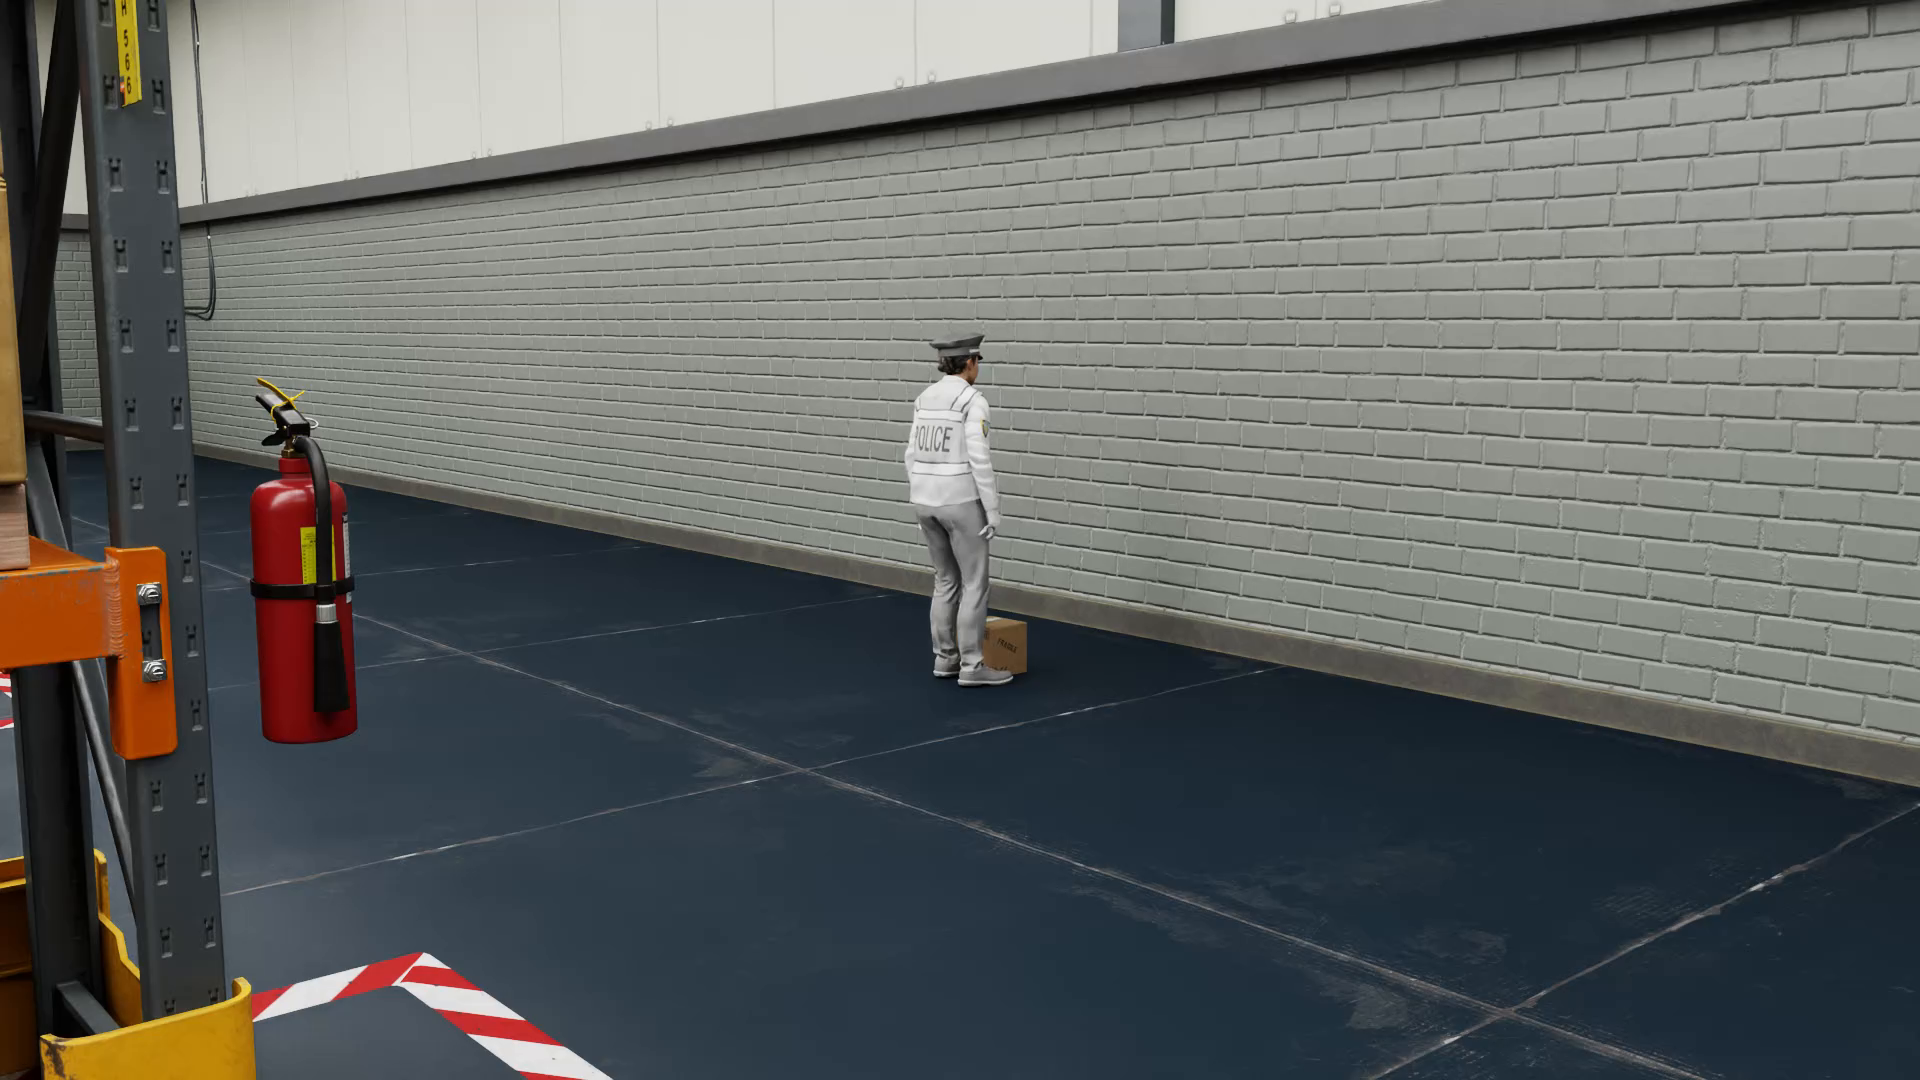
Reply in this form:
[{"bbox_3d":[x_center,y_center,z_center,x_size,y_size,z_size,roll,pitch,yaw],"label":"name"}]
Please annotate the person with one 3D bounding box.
[{"bbox_3d":[-0.014,-0.154,7.942,0.415,1.663,0.545,-7,11,-44],"label":"person"}]
